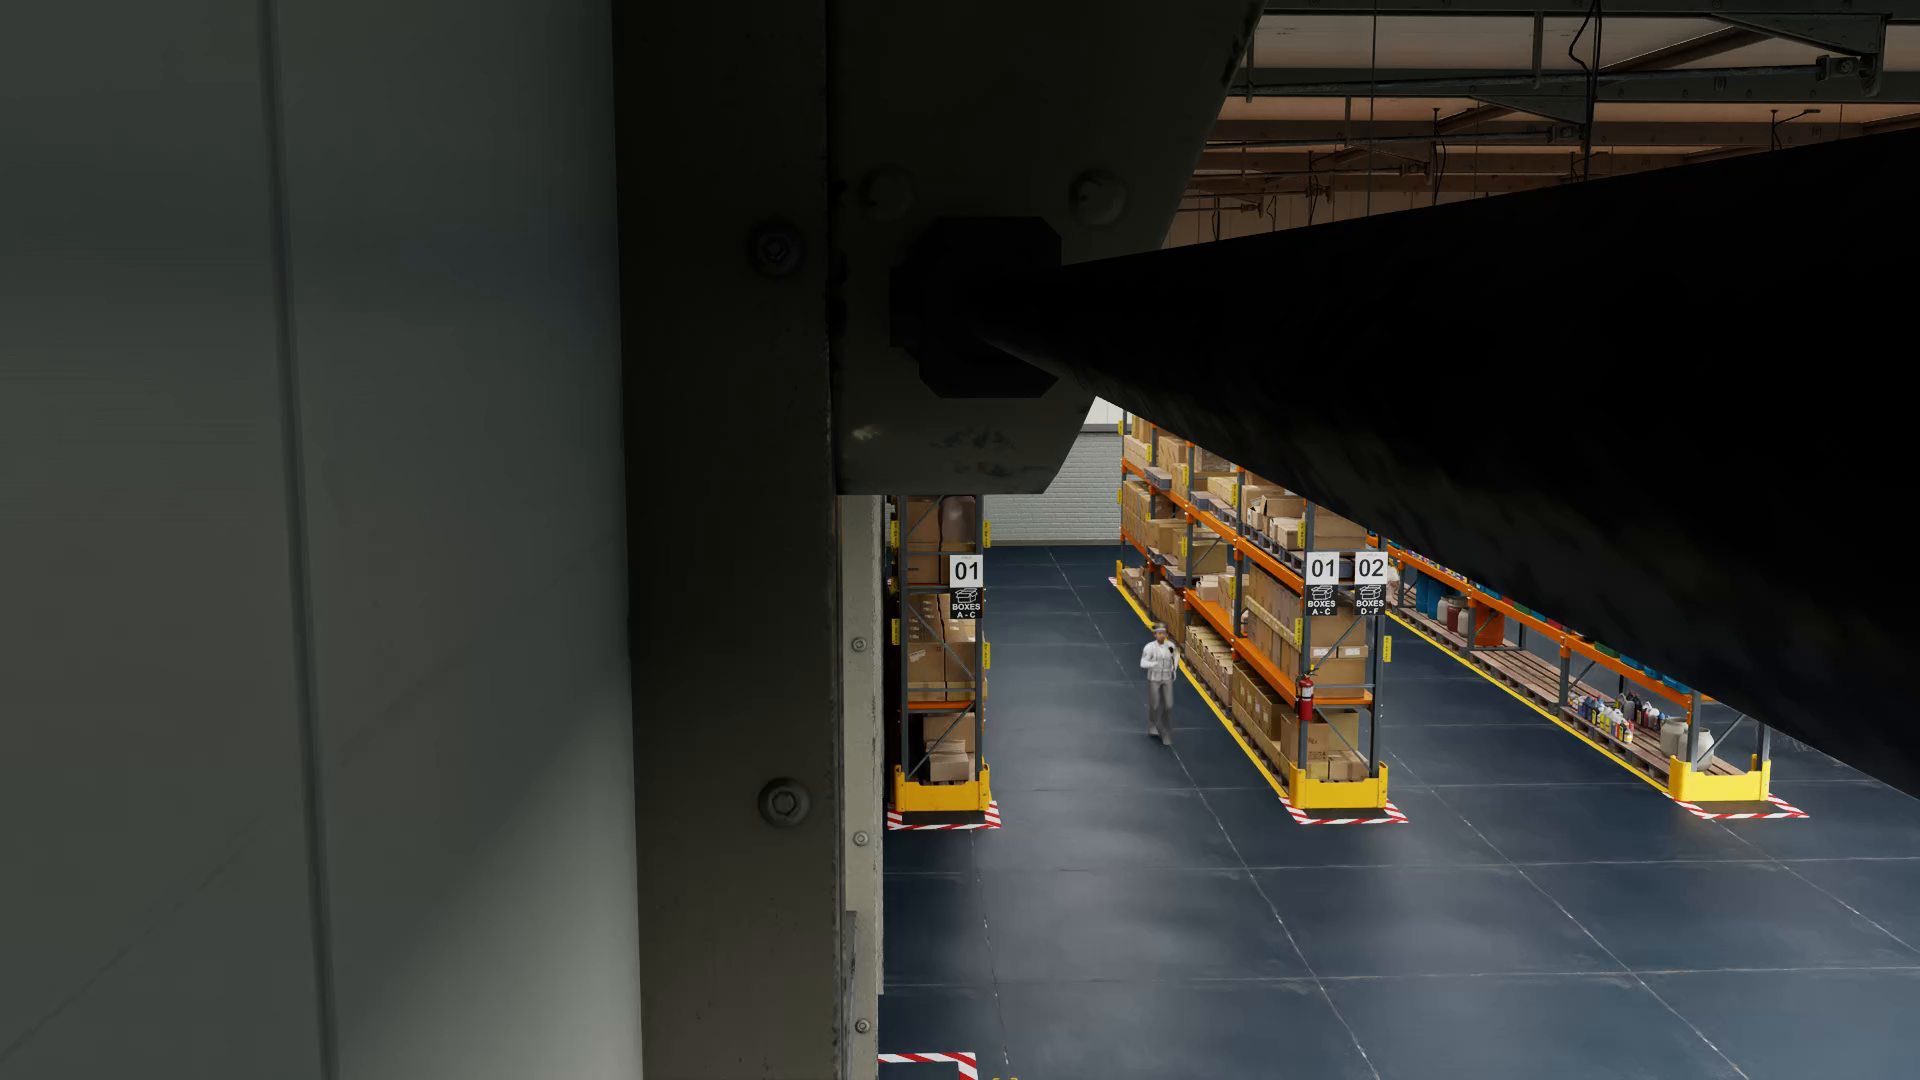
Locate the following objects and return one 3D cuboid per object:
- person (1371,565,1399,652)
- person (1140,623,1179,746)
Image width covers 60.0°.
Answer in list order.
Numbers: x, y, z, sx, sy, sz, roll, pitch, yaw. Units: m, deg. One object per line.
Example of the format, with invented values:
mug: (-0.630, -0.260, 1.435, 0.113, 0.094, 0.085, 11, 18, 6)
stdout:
person: (7.507, 1.073, 29.784, 0.674, 1.828, 0.782, -1, 8, -5)
person: (2.847, 2.028, 23.610, 0.594, 1.740, 0.712, 0, 8, -3)
